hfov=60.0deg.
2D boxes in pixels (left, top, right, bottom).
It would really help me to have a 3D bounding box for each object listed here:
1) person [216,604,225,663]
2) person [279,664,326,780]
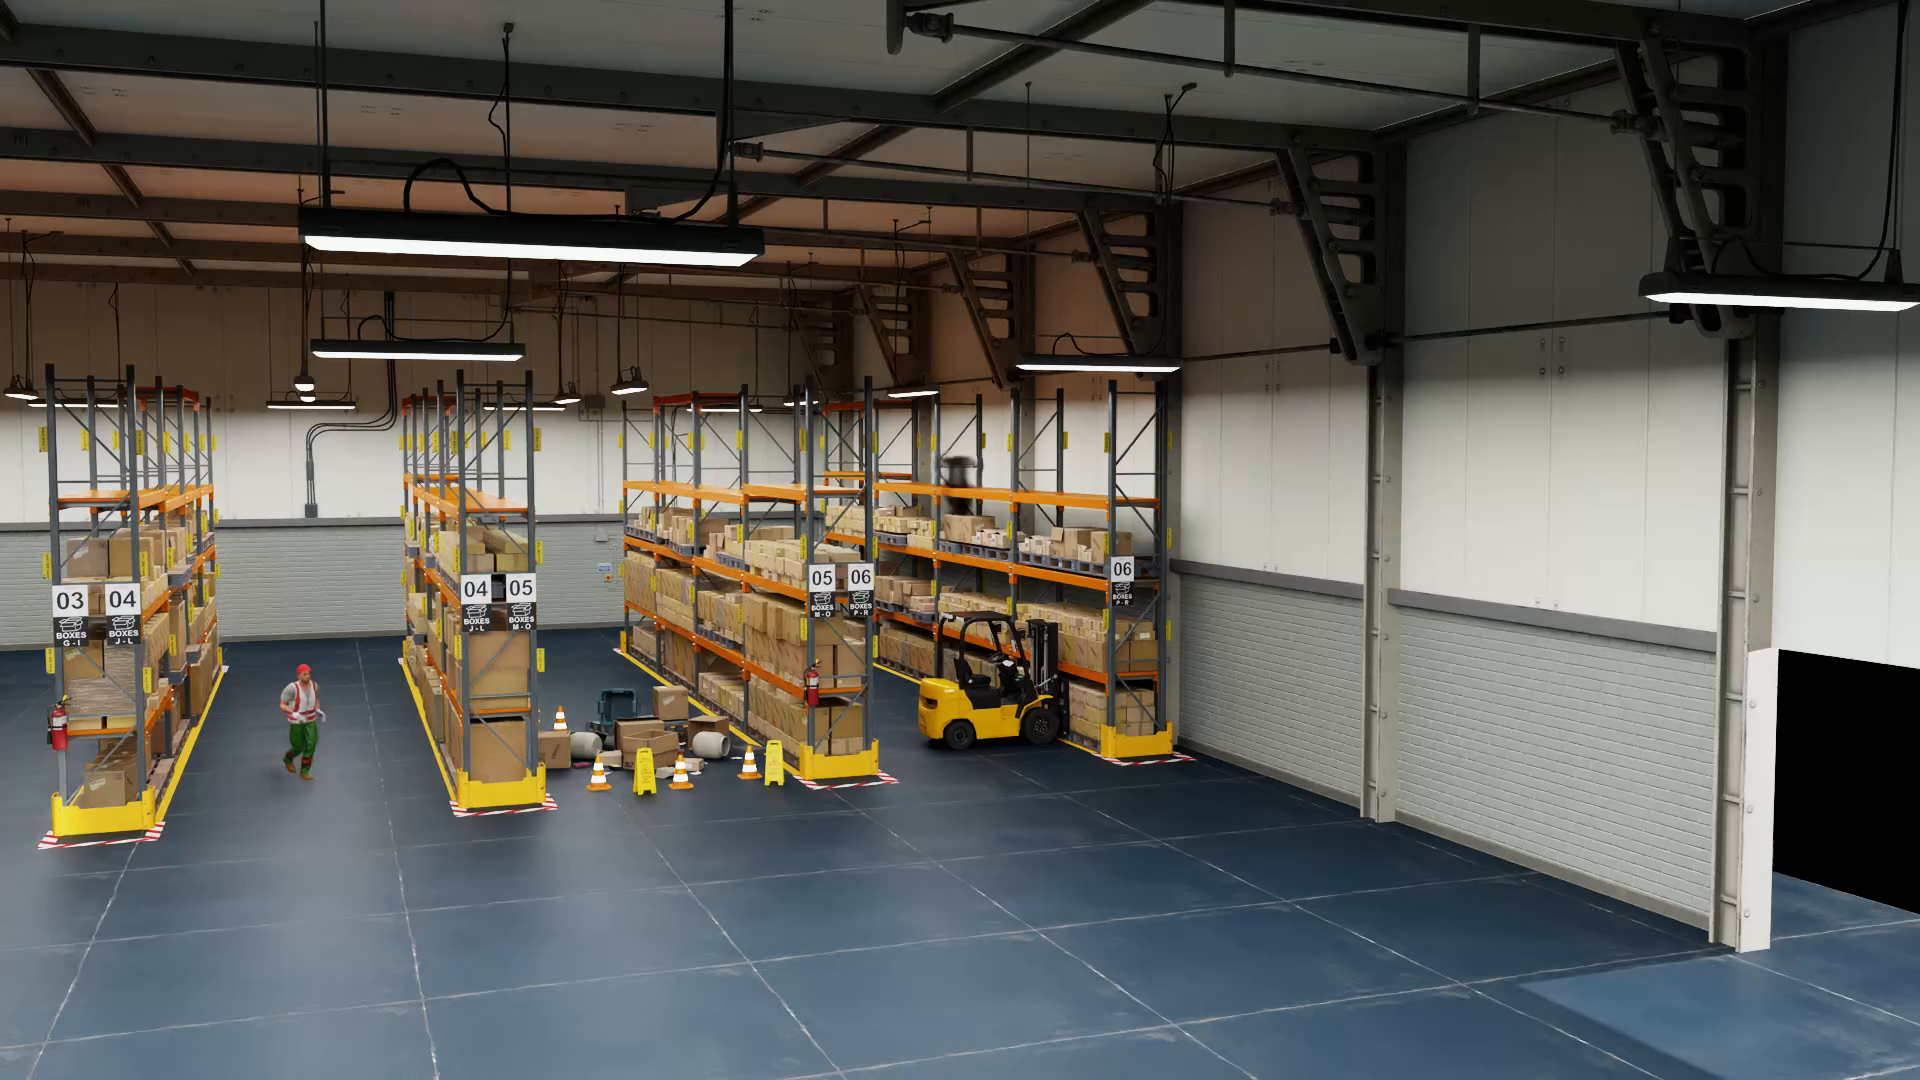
[{"bbox_3d":[-17.164,1.911,37.793,0.961,1.775,0.632,1,3,15],"label":"person"},{"bbox_3d":[-9.838,2.698,24.770,0.791,1.737,0.650,3,5,45],"label":"person"}]
